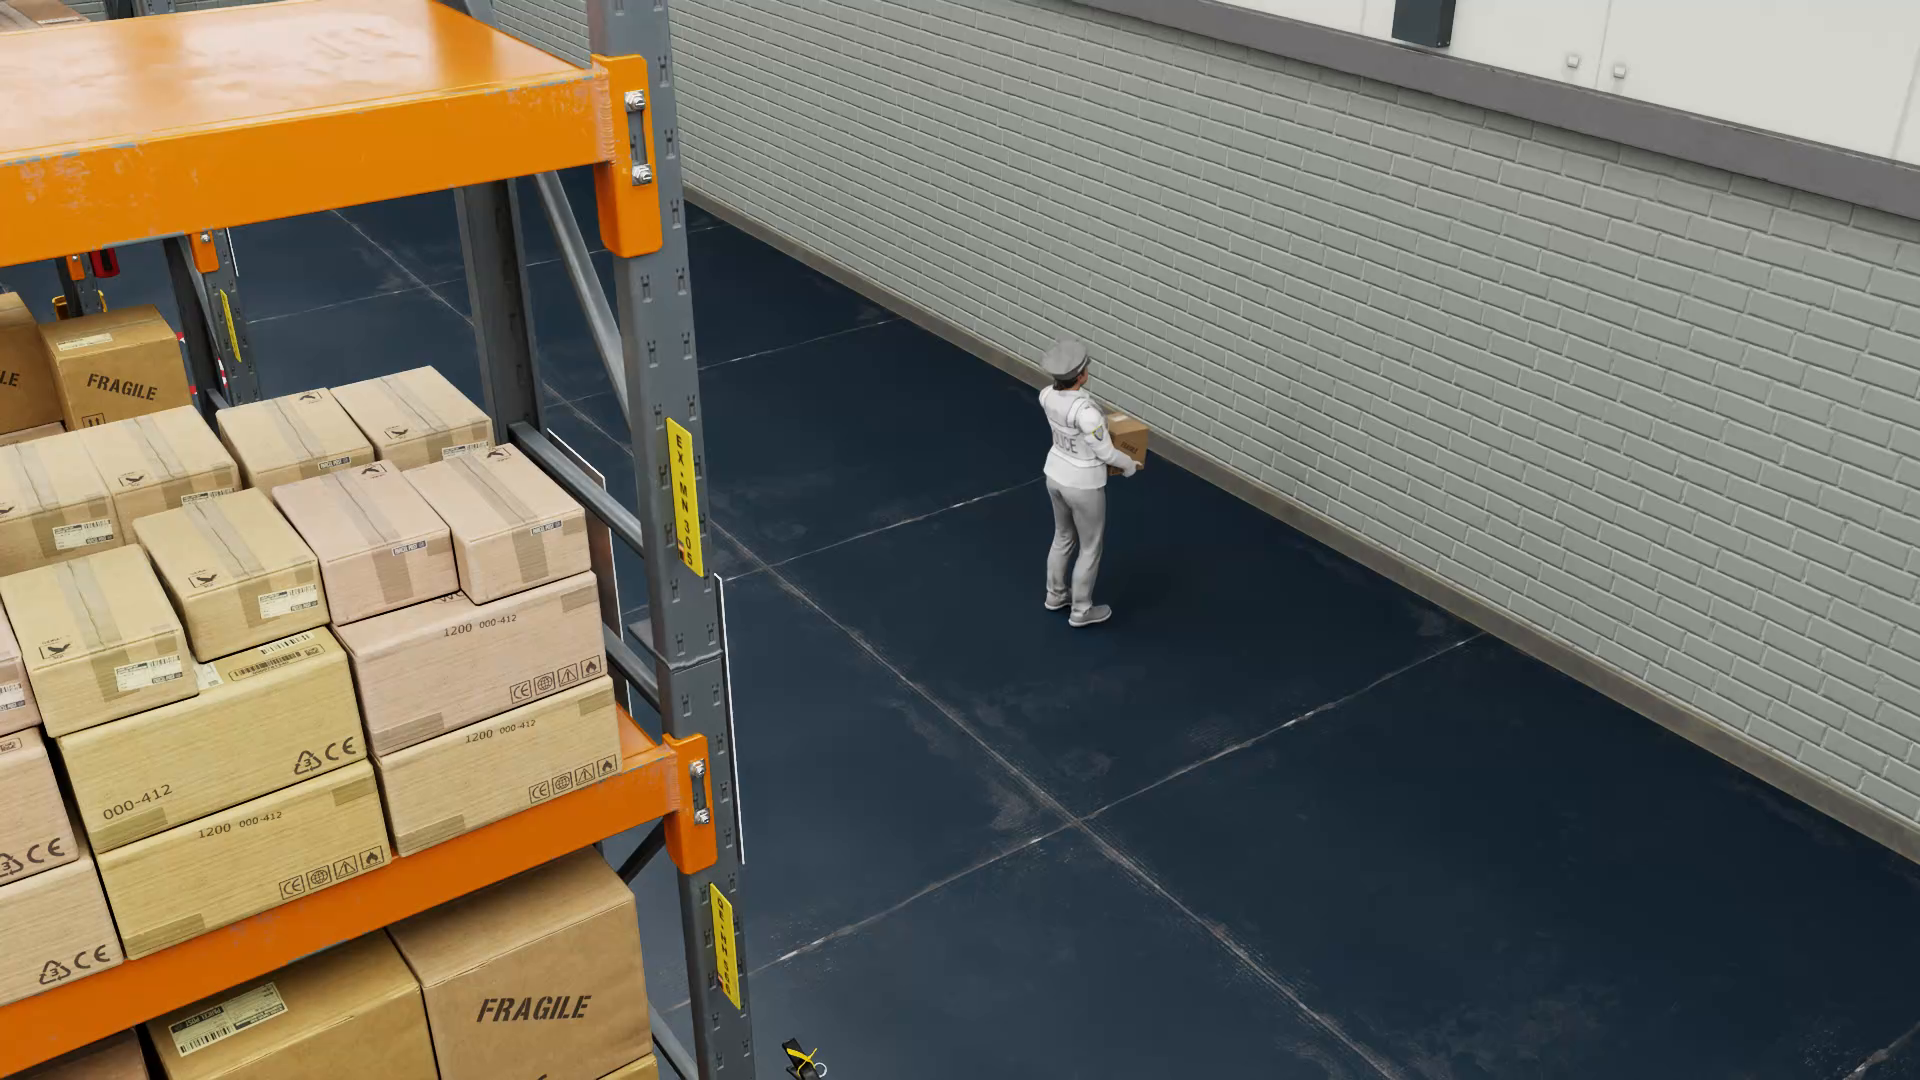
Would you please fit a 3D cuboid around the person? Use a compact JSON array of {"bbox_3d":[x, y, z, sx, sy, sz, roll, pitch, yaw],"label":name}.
[{"bbox_3d":[0.701,-0.338,9.257,0.563,1.686,0.461,-19,34,-30],"label":"person"}]
